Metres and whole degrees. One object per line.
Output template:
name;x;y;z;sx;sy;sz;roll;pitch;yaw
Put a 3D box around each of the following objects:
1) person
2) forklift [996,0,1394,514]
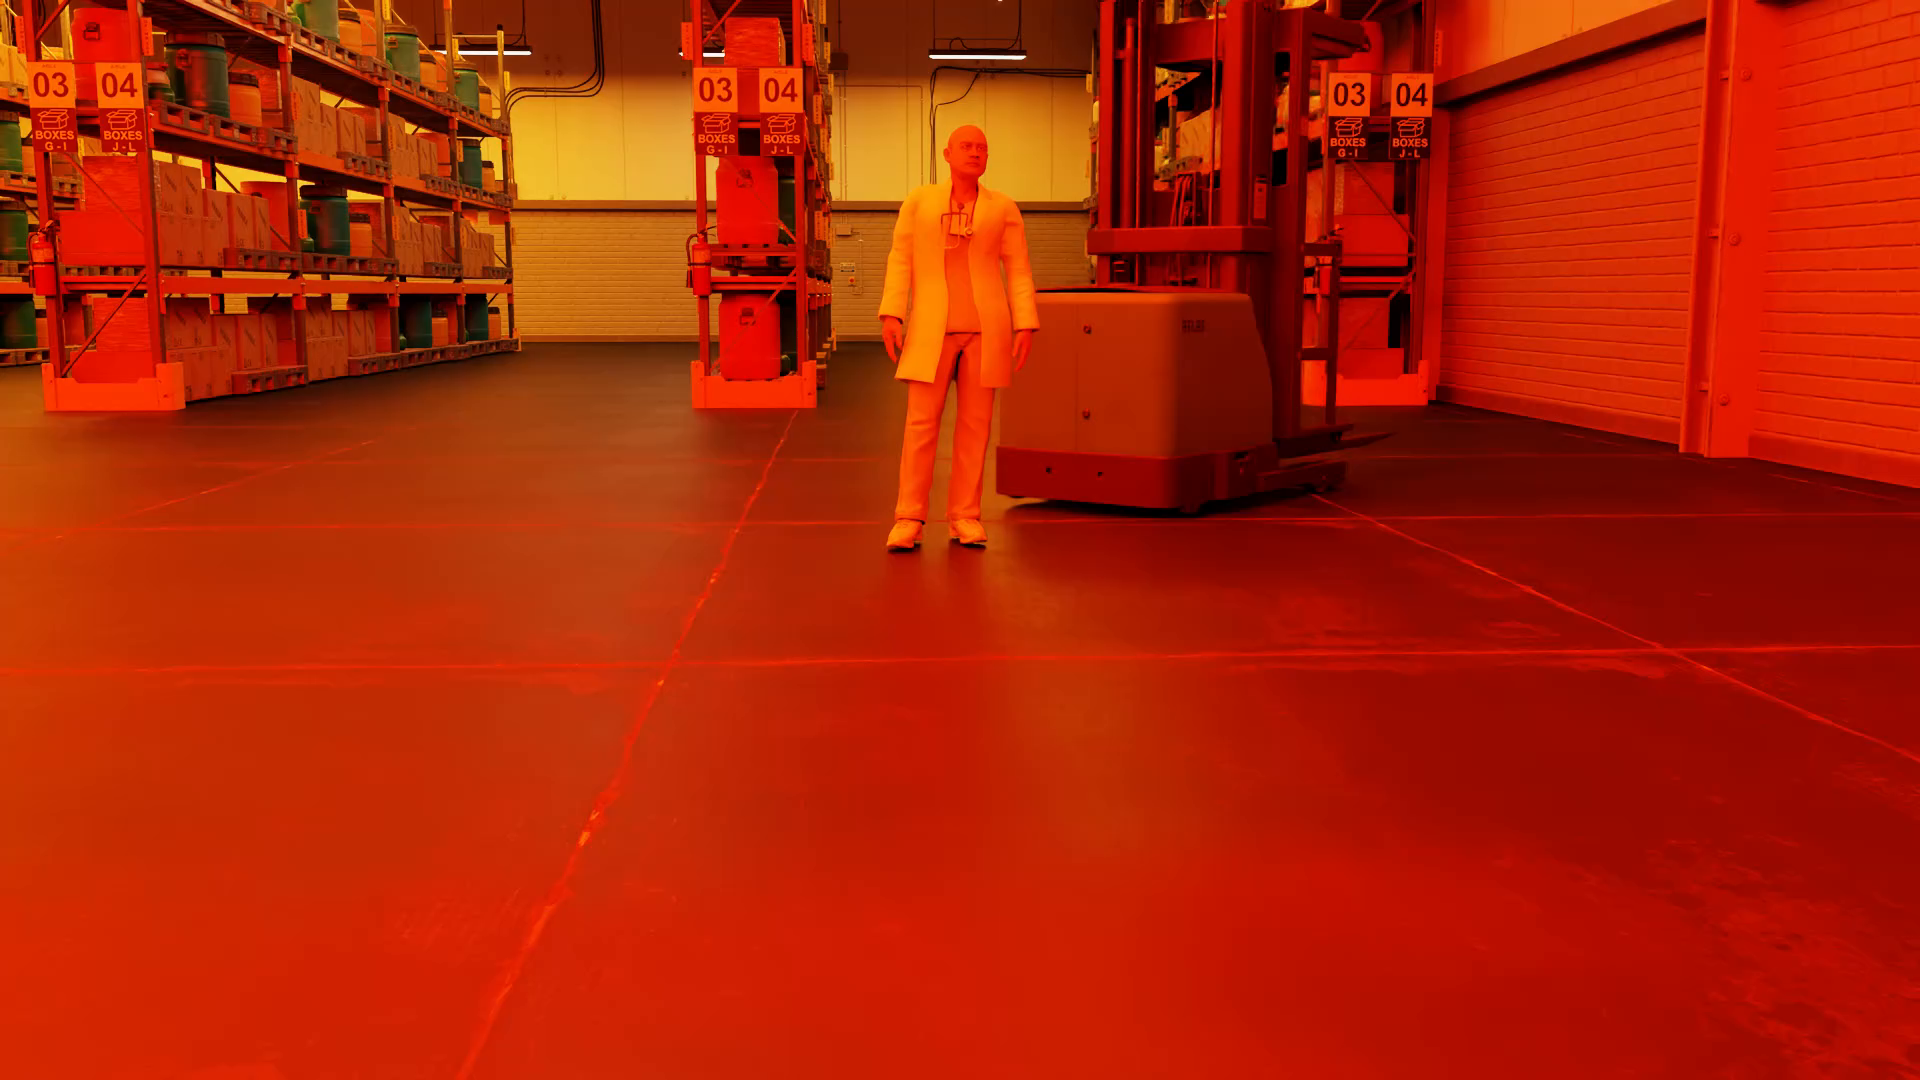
person;0.001;-0.873;7.088;0.698;1.776;0.580;-1;8;-4
forklift;1.482;-1.743;9.067;1.130;2.935;3.031;6;11;37
